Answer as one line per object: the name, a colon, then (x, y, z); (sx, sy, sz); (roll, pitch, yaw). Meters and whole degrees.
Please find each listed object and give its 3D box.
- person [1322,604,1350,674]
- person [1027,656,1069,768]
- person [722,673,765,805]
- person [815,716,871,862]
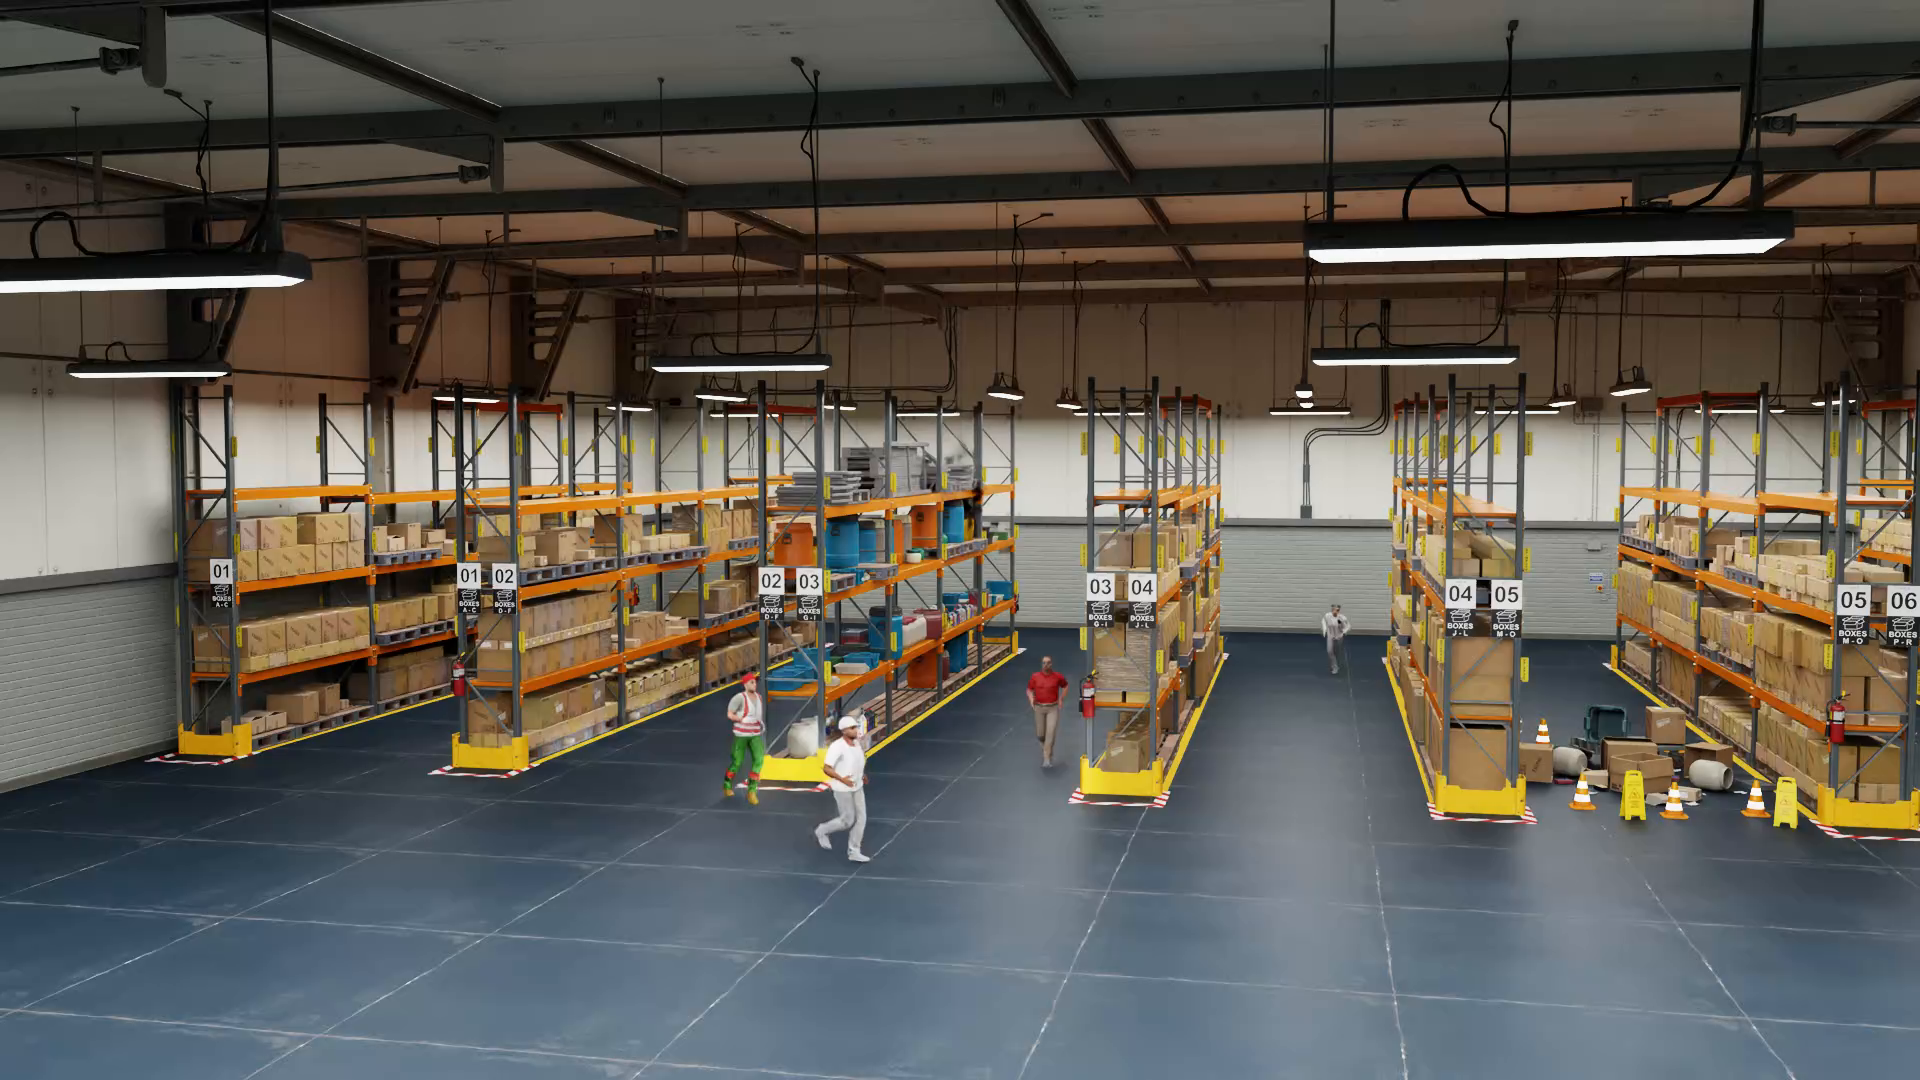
person: (8.388, 2.188, 37.029); (0.629, 1.597, 0.948); (1, 3, 22)
person: (1.385, 2.694, 26.334); (0.663, 1.717, 0.816); (0, 3, 7)
person: (-2.997, 2.777, 23.483); (0.660, 1.795, 0.815); (-3, 4, -38)
person: (-1.392, 3.001, 20.145); (0.768, 1.743, 0.697); (2, 4, 32)
